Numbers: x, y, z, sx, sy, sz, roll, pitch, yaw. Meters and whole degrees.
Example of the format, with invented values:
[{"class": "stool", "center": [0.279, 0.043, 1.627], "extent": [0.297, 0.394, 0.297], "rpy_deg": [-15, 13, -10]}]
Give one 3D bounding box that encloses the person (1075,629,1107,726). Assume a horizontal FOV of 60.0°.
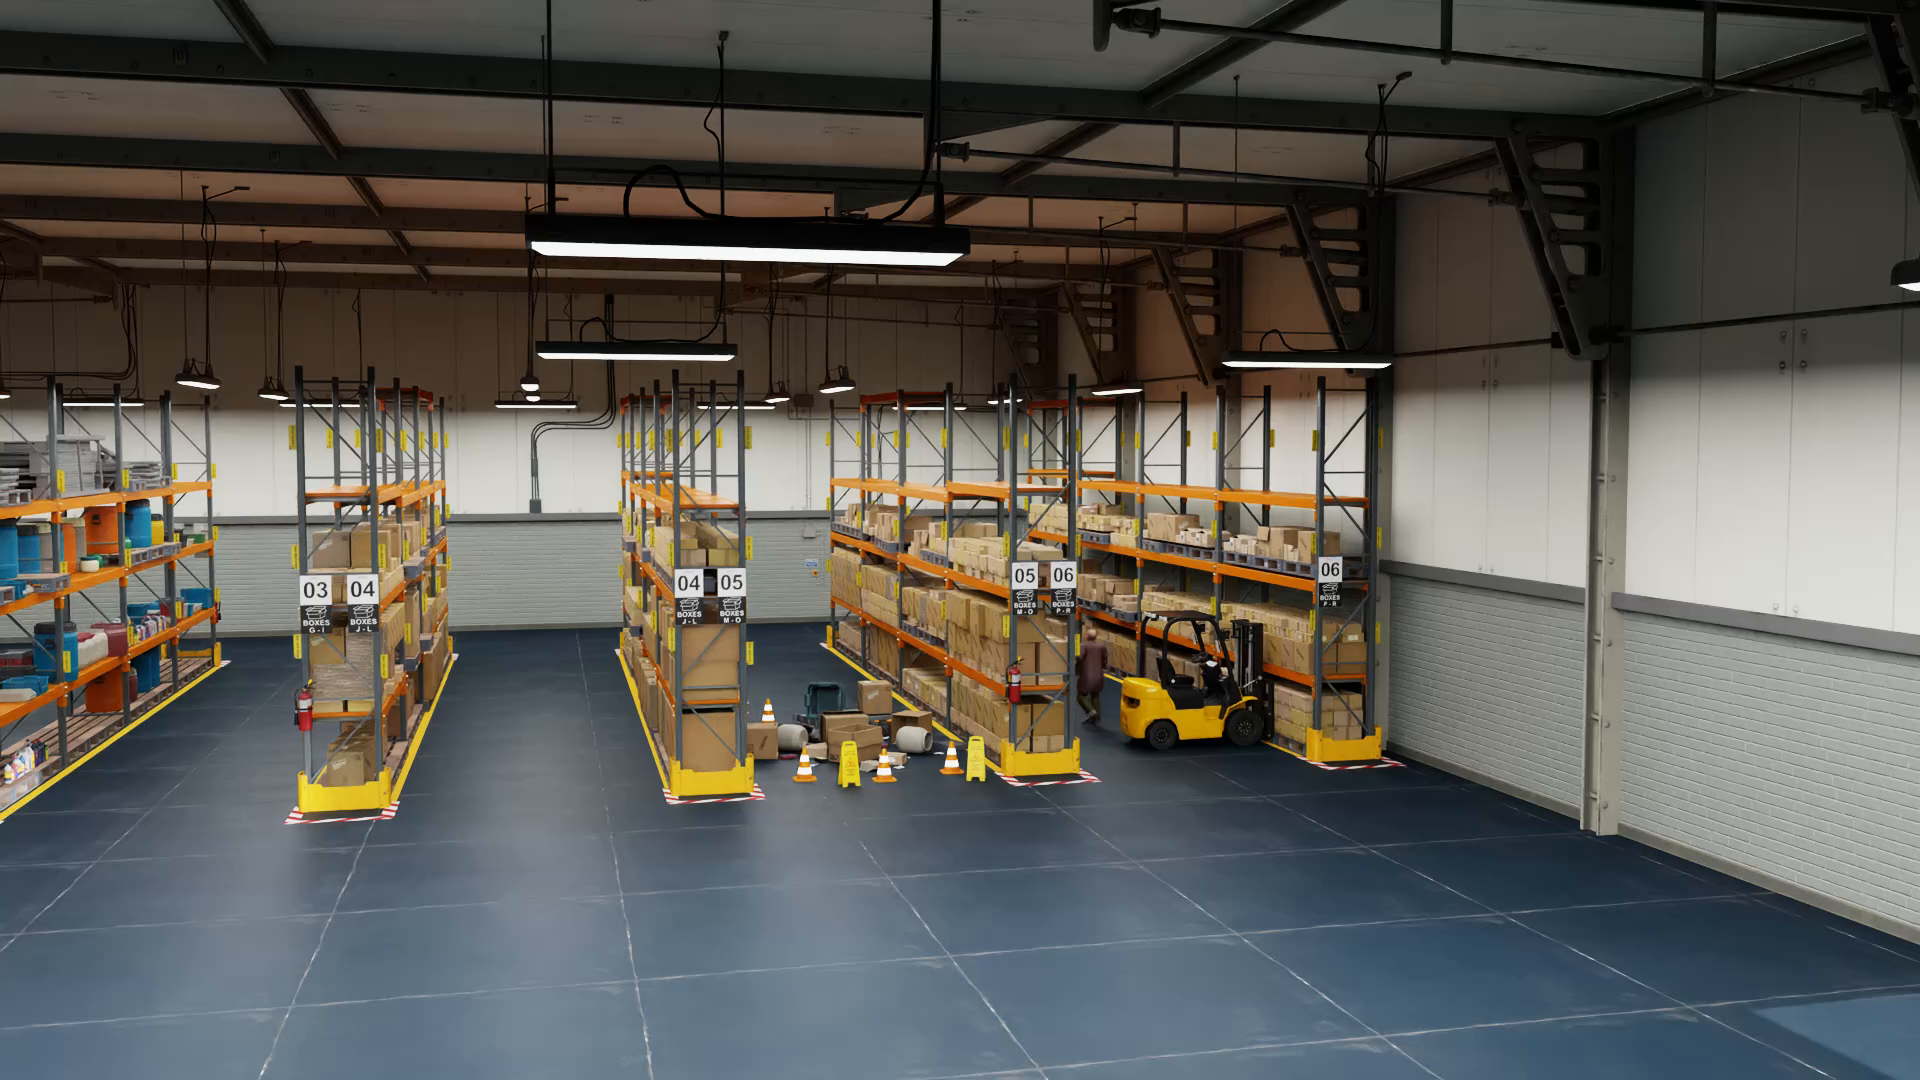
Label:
[{"class": "person", "center": [2.325, 2.415, 29.355], "extent": [0.660, 1.682, 0.837], "rpy_deg": [-1, 4, -14]}]
